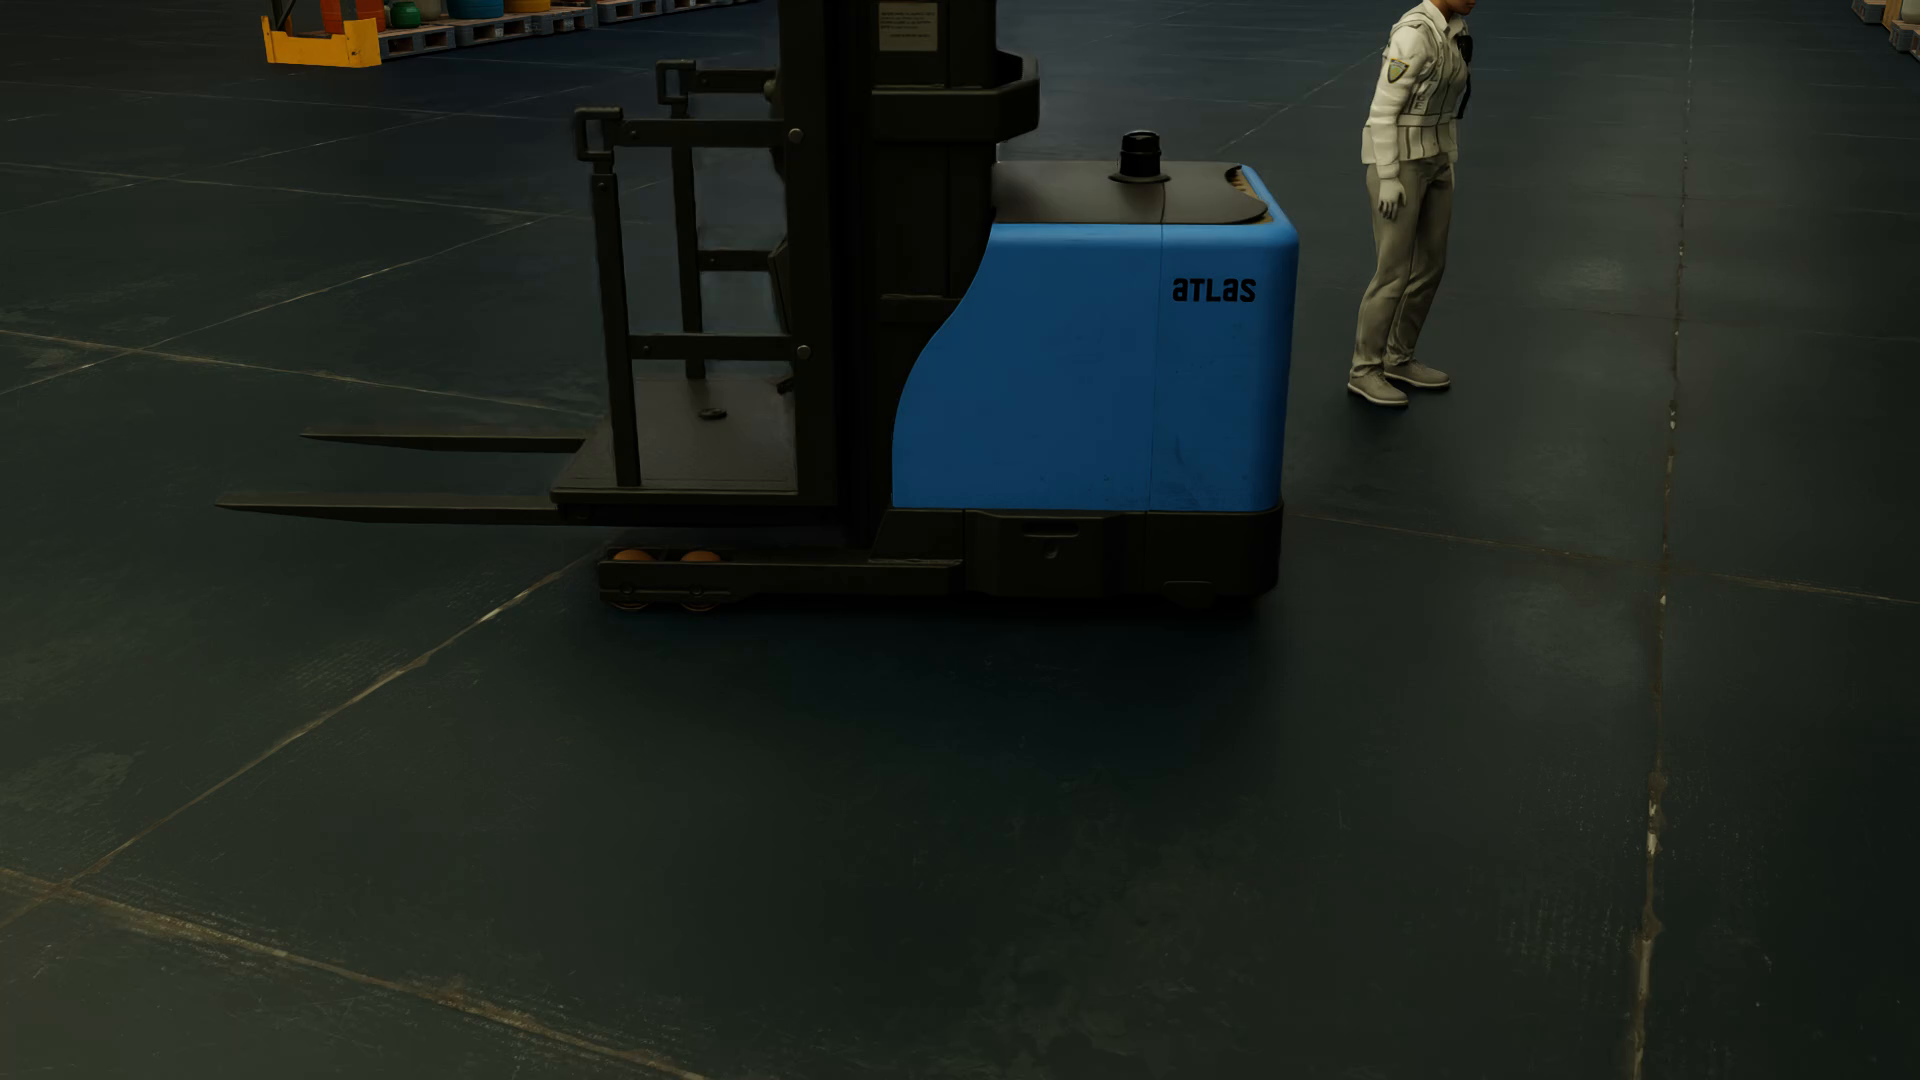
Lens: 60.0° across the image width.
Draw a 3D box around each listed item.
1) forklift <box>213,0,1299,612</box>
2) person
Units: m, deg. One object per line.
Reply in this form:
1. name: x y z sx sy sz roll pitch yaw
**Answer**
1. forklift: -0.616 -1.356 4.536 3.031 2.935 1.130 1 23 2
2. person: 1.708 -1.370 6.217 0.376 1.662 0.532 20 30 40
